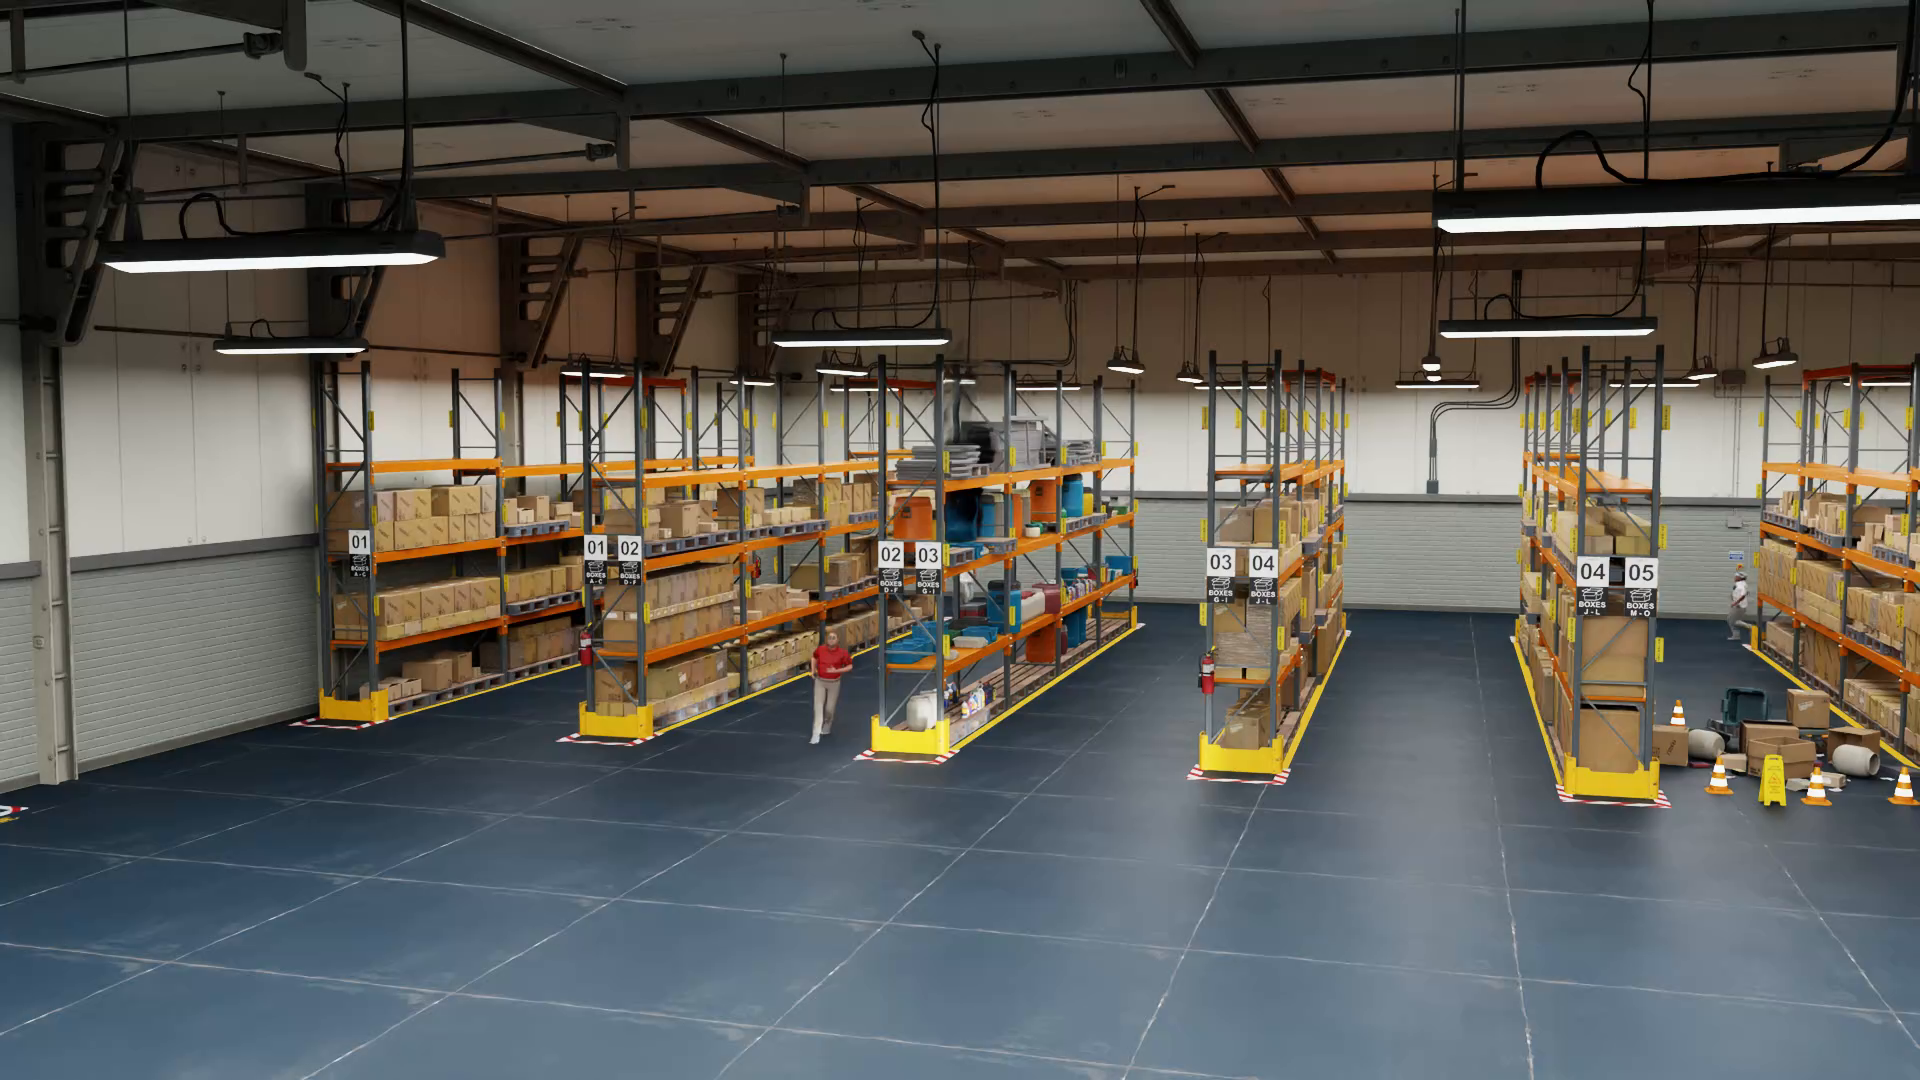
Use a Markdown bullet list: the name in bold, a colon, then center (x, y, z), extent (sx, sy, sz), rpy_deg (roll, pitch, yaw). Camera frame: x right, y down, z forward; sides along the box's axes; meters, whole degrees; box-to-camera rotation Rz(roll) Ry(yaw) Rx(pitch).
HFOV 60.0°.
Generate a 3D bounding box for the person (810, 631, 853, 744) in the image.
- **person**: center (-2.027, 2.307, 26.160), extent (0.690, 1.728, 0.884), rpy_deg (0, 4, 4)

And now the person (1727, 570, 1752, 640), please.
- **person**: center (17.771, 1.494, 37.786), extent (0.607, 1.625, 0.618), rpy_deg (2, 5, 31)

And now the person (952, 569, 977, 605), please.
- **person**: center (0.142, 1.090, 42.834), extent (0.737, 1.760, 0.747), rpy_deg (-3, 5, -34)
